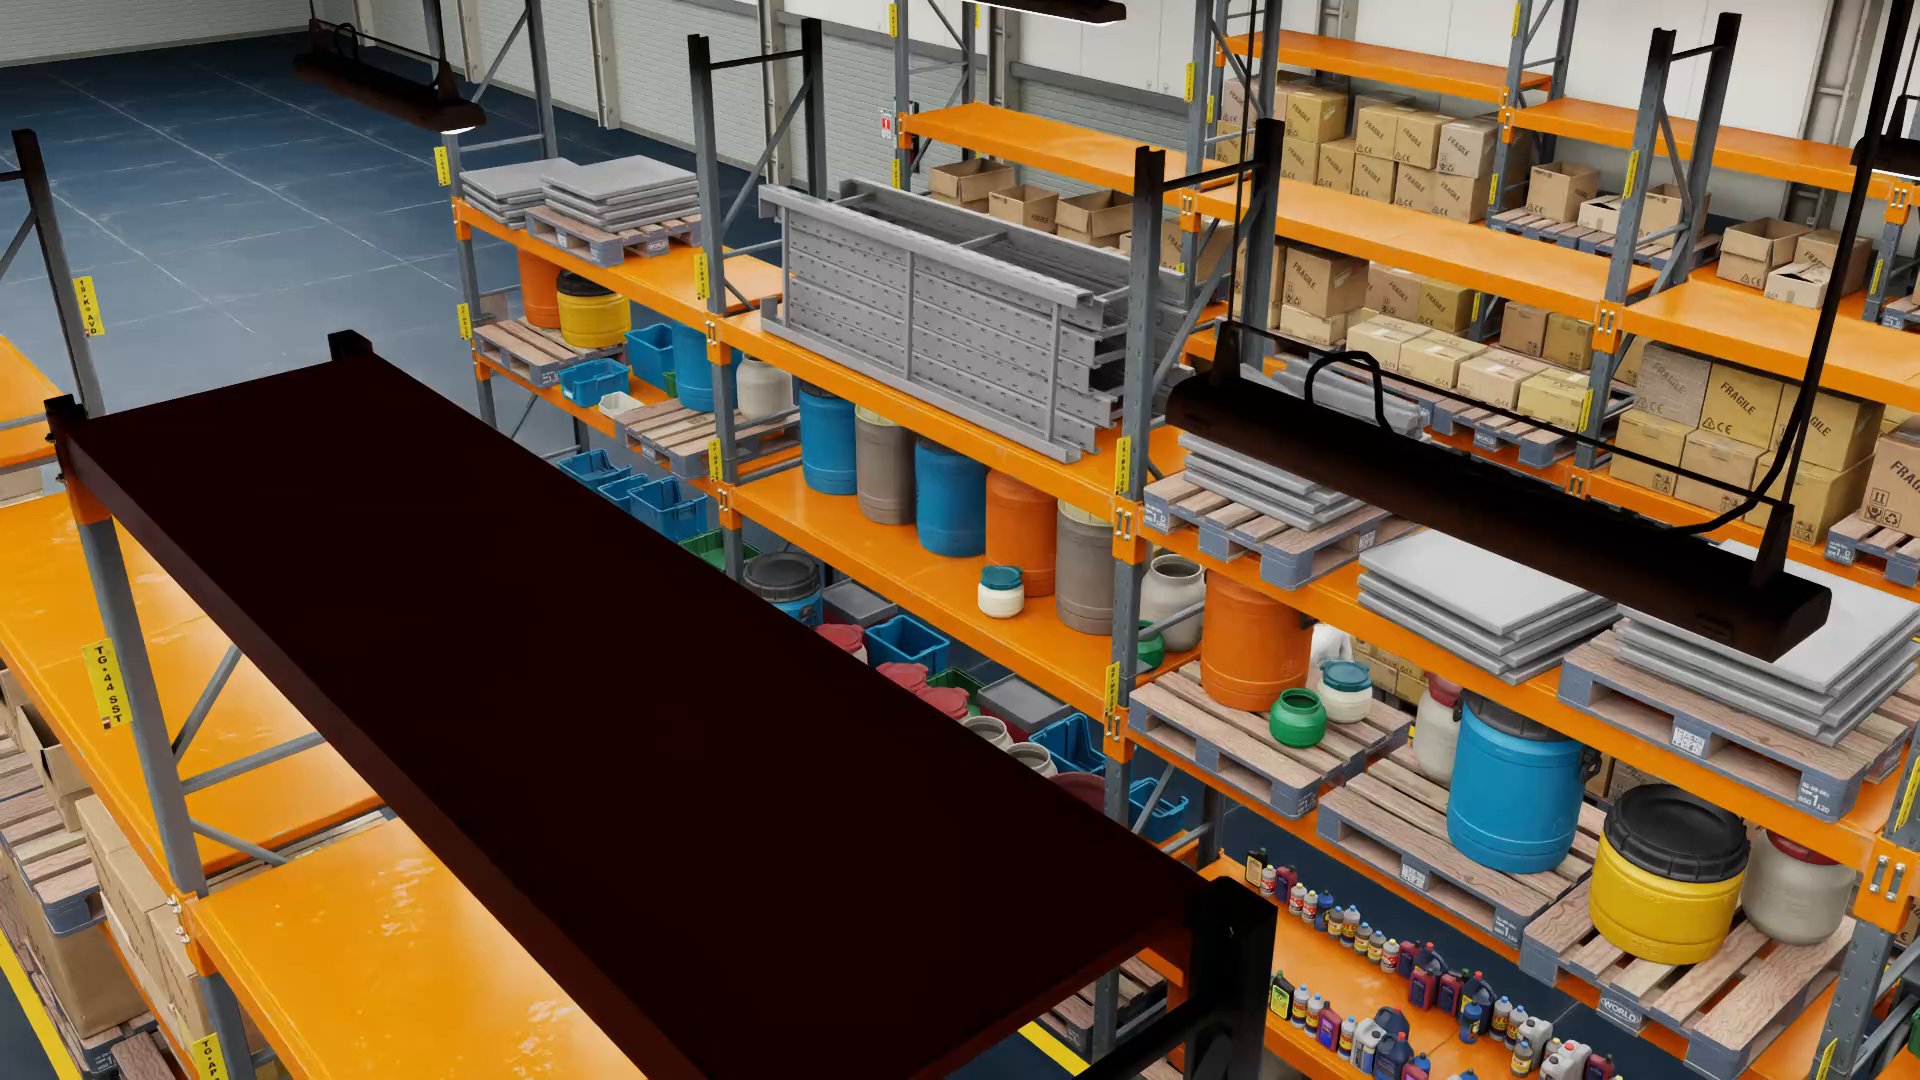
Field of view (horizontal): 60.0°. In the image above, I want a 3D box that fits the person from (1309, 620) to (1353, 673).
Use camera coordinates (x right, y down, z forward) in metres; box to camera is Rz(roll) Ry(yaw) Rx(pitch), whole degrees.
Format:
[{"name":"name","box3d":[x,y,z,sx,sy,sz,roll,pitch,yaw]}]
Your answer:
[{"name":"person","box3d":[2.755,1.073,13.155,1.062,1.559,0.677,21,34,35]}]
